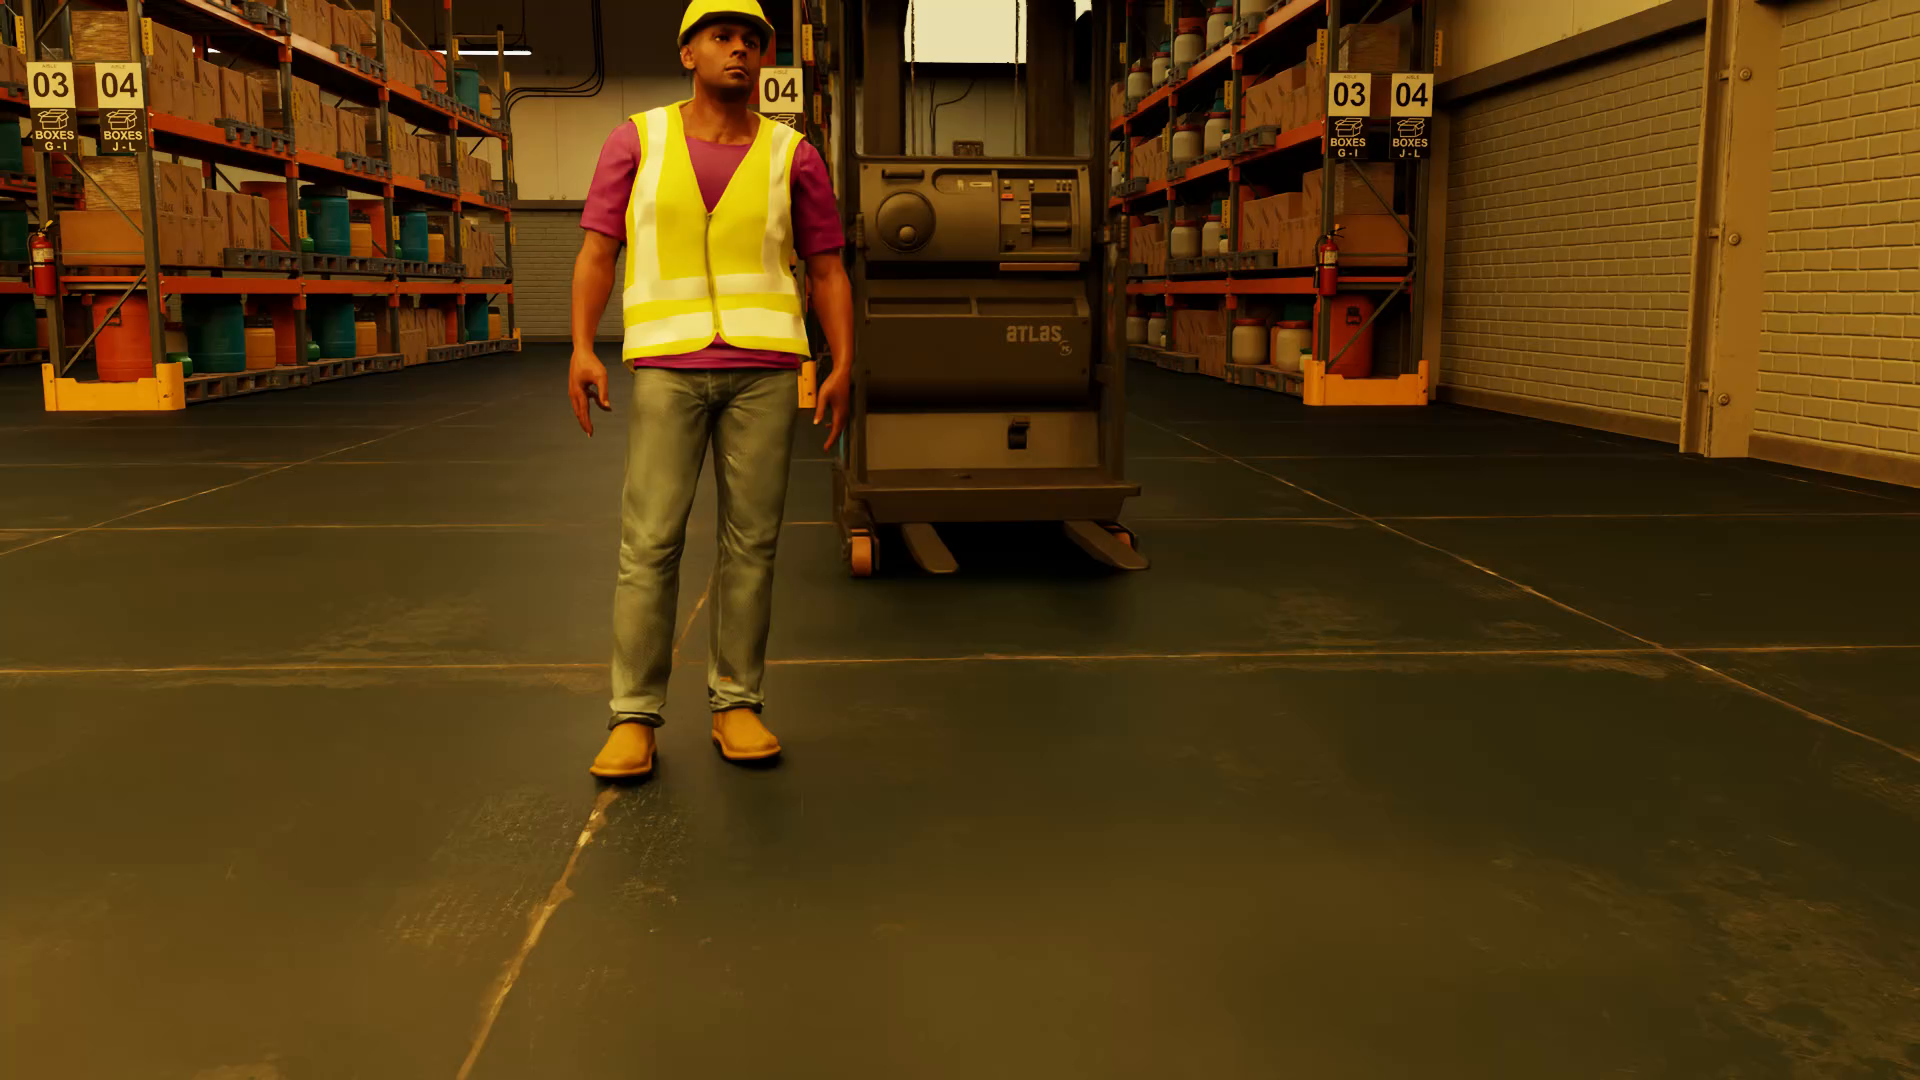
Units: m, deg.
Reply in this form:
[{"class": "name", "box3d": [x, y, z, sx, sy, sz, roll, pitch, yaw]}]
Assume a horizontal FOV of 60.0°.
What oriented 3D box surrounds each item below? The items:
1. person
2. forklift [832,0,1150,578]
[{"class": "person", "box3d": [-0.558, -0.379, 3.812, 0.665, 1.768, 0.565, -2, 9, -12]}, {"class": "forklift", "box3d": [0.088, -1.357, 6.468, 1.130, 2.935, 3.031, -1, 8, -6]}]
